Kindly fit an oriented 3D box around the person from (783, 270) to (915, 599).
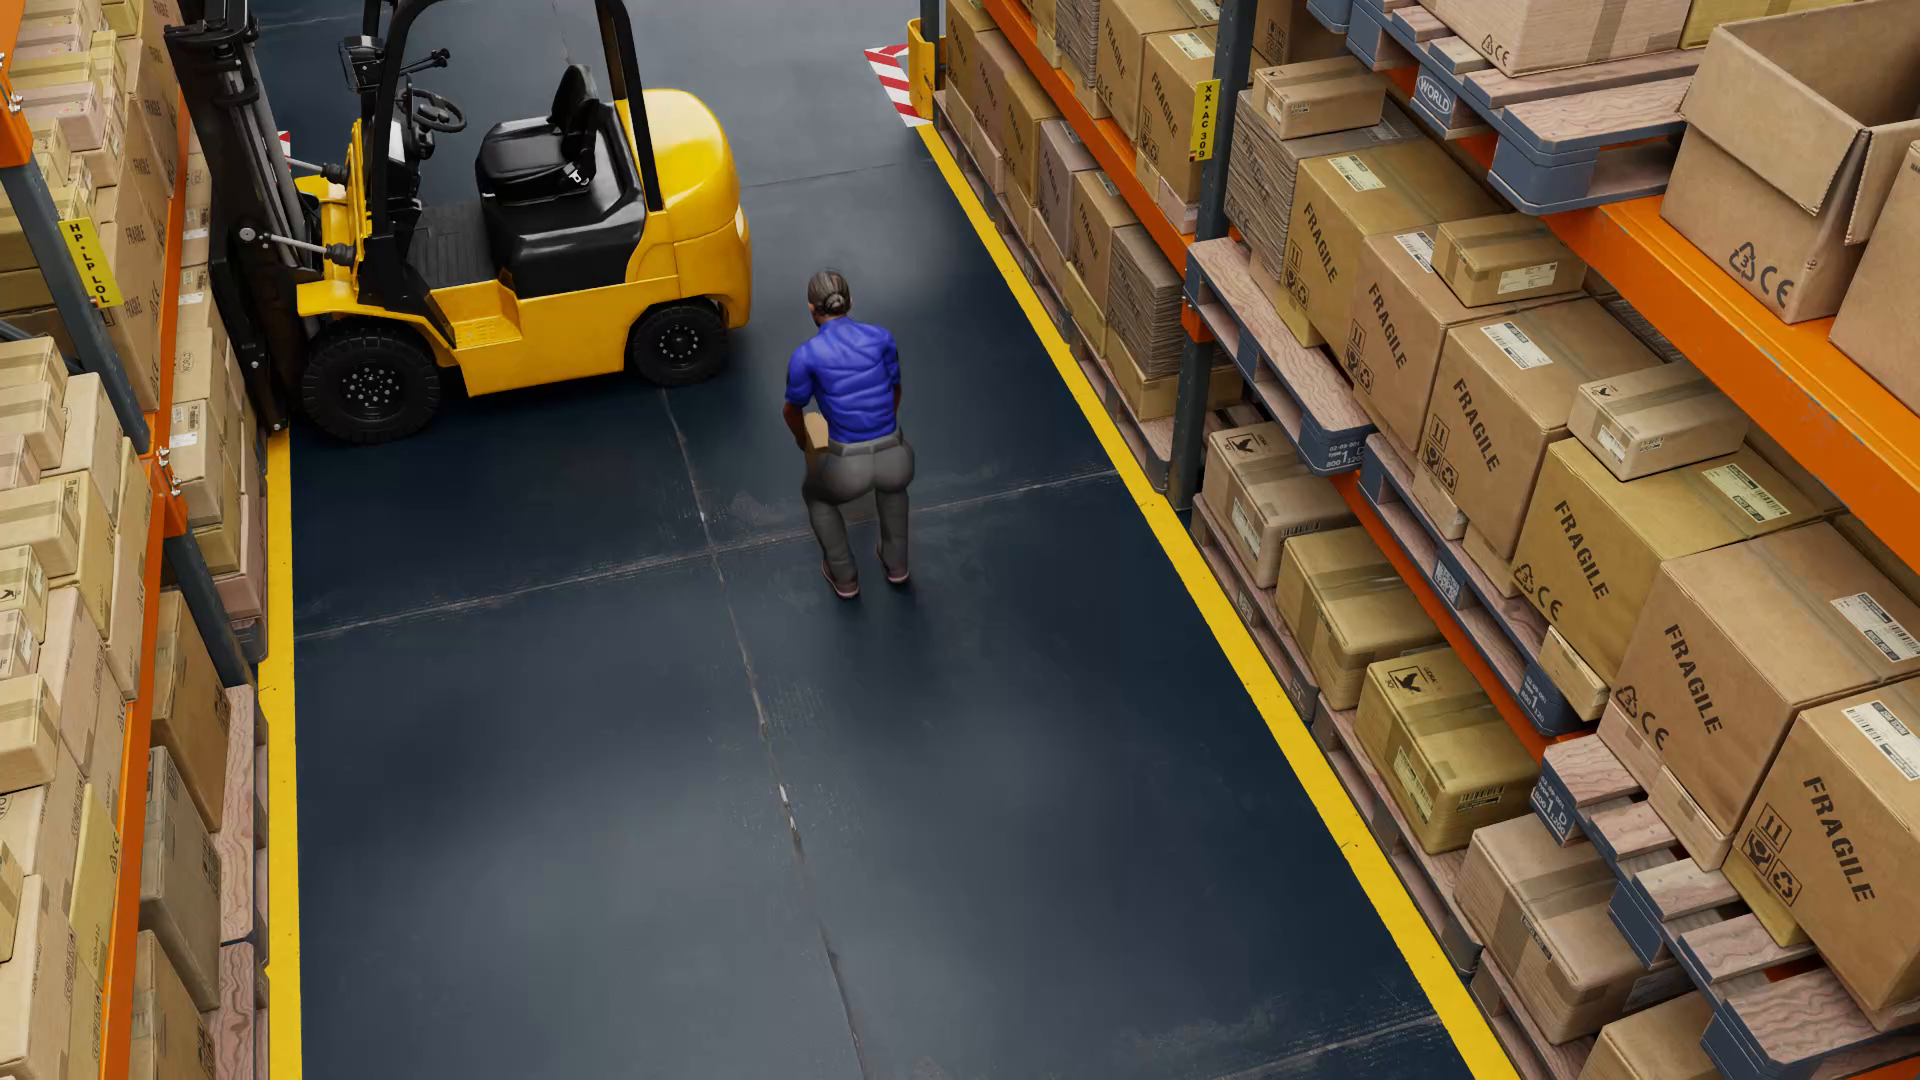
[{"bbox_3d":[-0.450,-0.382,6.787,0.495,1.391,0.616,-12,44,-13],"label":"person"}]
